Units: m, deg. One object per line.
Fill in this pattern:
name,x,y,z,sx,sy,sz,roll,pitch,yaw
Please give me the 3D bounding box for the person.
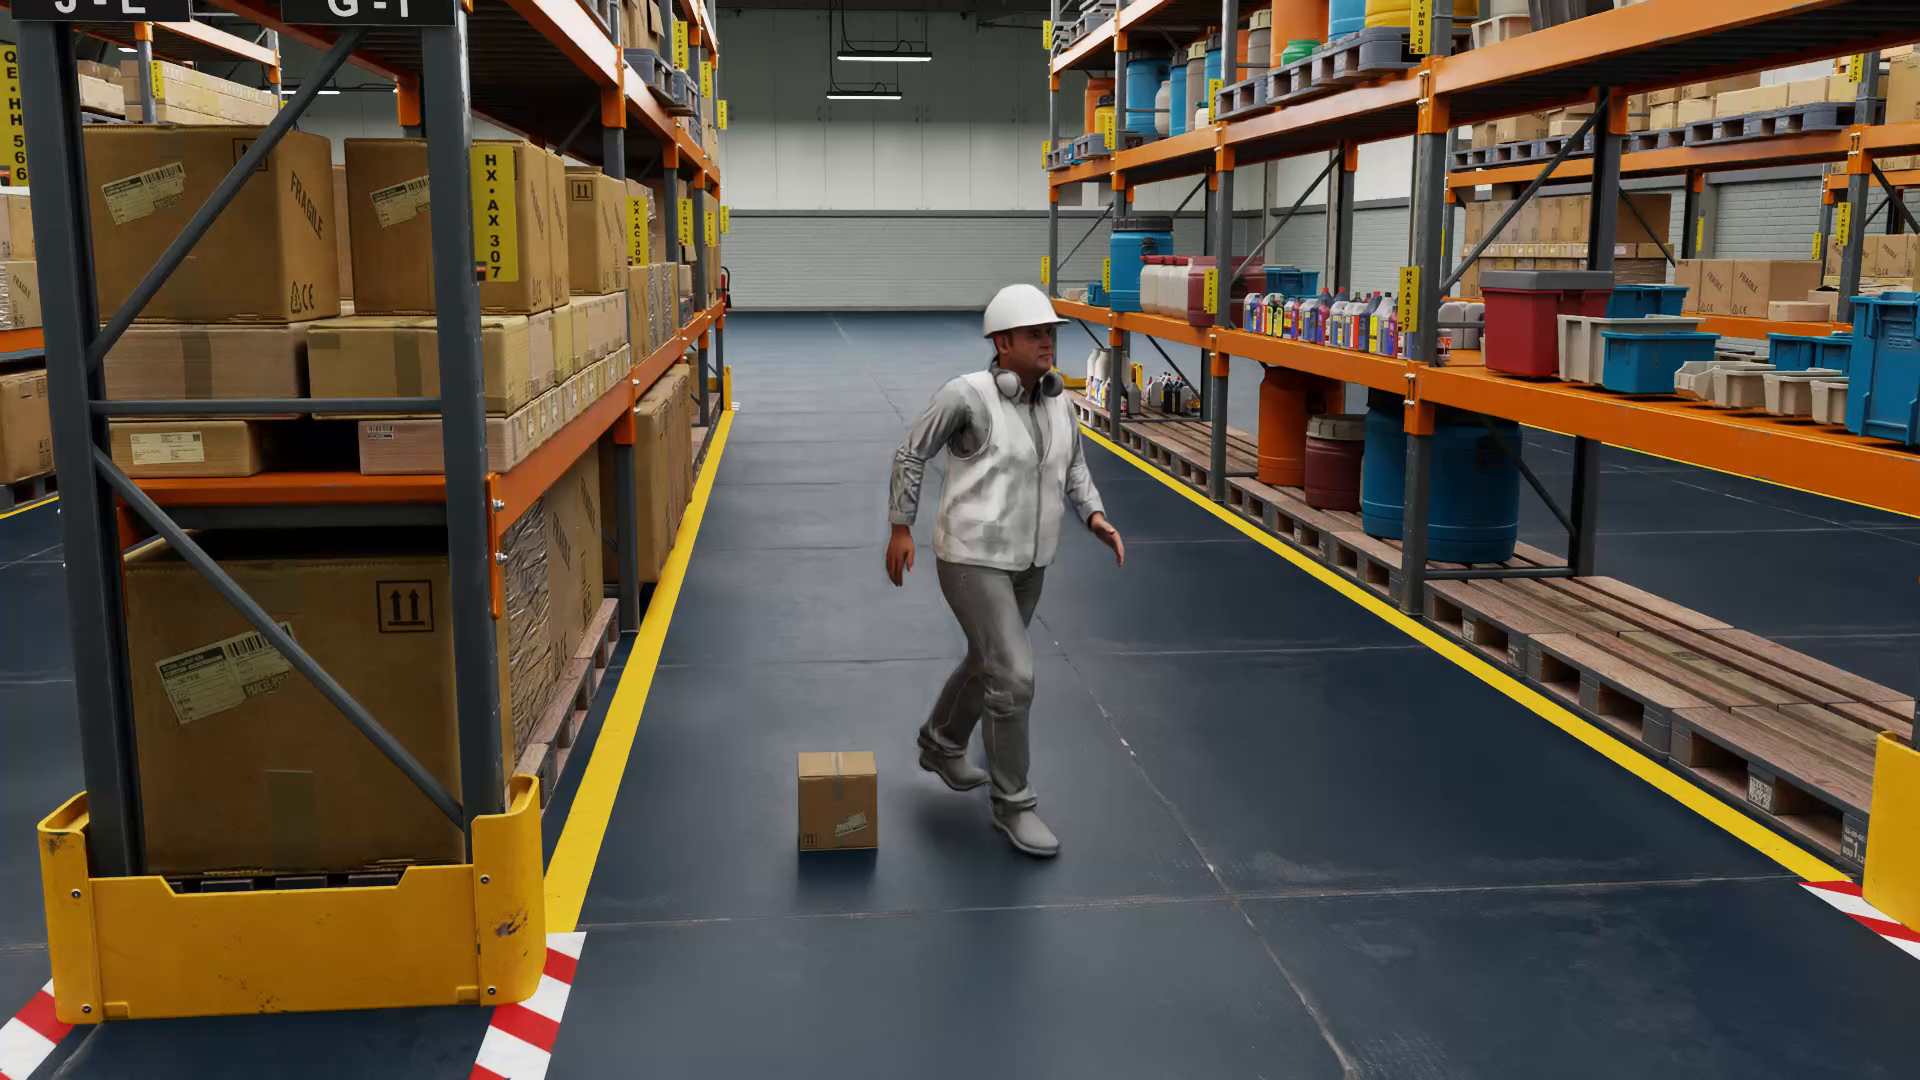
person,0.120,0.059,5.444,0.811,1.773,0.661,9,14,43
